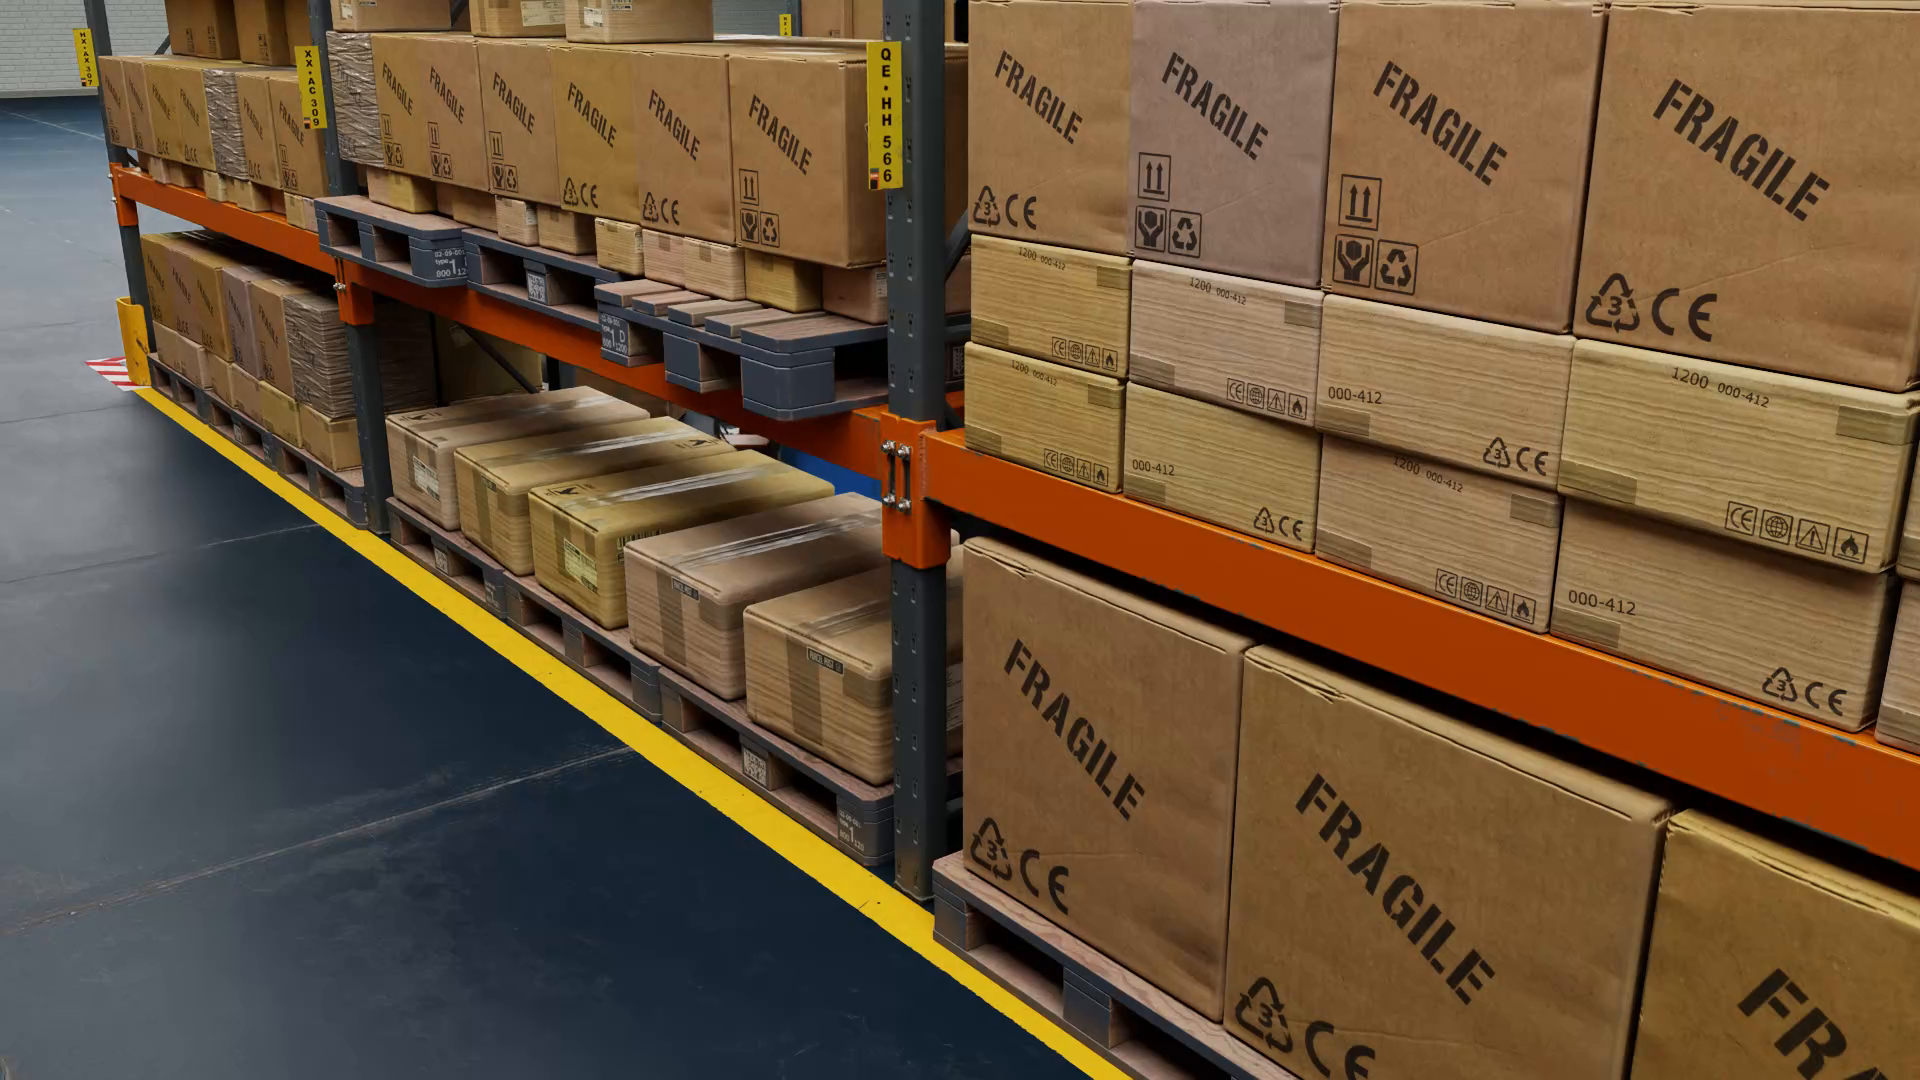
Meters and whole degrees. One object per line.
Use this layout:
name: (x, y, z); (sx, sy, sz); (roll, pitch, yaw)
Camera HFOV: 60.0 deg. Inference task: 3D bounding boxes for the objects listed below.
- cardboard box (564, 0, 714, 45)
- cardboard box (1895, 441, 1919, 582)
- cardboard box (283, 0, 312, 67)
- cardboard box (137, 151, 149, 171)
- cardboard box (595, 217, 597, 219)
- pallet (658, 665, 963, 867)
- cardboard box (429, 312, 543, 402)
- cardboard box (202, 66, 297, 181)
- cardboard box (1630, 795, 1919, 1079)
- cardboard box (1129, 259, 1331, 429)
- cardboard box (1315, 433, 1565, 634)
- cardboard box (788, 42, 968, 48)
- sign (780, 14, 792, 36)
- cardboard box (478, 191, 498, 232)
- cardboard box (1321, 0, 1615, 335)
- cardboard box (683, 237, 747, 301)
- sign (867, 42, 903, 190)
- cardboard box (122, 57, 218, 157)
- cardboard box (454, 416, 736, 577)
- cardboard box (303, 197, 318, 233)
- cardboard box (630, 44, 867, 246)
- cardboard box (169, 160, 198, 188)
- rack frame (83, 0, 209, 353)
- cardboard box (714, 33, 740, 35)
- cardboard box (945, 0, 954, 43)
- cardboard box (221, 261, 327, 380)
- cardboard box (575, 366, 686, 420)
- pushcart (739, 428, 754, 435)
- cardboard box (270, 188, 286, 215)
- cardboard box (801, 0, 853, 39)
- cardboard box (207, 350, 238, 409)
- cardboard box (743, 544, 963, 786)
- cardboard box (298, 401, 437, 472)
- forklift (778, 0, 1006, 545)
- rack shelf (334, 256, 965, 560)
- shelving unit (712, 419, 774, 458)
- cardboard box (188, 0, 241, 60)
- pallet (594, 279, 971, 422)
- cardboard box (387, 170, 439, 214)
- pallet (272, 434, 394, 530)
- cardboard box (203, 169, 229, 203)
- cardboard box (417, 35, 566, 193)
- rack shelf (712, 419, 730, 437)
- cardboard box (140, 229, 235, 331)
cardboard box: (-0.986, -1.607, 5.113); (0.380, 0.149, 0.250); (-15, 24, -39)
cardboard box: (1.628, -0.053, 2.194); (0.500, 0.250, 0.500); (-13, 23, -35)
cardboard box: (-2.926, -2.622, 8.287); (0.700, 0.500, 0.500); (-15, 23, -37)
cardboard box: (-4.667, -2.291, 9.910); (0.380, 0.149, 0.250); (-14, 23, -36)
cardboard box: (-0.940, -0.999, 5.338); (0.380, 0.149, 0.250); (-14, 23, -36)
pallet: (-0.233, 0.568, 5.313); (1.003, 0.211, 1.213); (-14, 23, -36)
cardboard box: (-2.387, -0.997, 8.115); (0.500, 0.500, 0.500); (-13, 22, -34)
cardboard box: (-3.354, -2.051, 8.153); (0.500, 0.500, 0.500); (-13, 22, -35)
cardboard box: (1.720, 0.873, 2.665); (0.875, 0.875, 0.875); (-13, 22, -35)
cardboard box: (0.692, -0.429, 3.329); (0.500, 0.250, 0.500); (-13, 23, -35)
cardboard box: (1.012, -0.069, 3.037); (0.500, 0.250, 0.500); (-13, 22, -34)
cardboard box: (-0.176, -1.234, 5.018); (0.500, 0.500, 0.500); (-13, 22, -33)
sign: (-1.337, -3.867, 12.767); (0.100, 0.325, 0.005); (-14, 23, -36)
cardboard box: (-1.474, -1.180, 5.886); (0.380, 0.149, 0.250); (-14, 23, -36)
cardboard box: (0.991, -0.665, 2.850); (0.500, 0.500, 0.500); (-13, 22, -35)
cardboard box: (-0.551, -0.784, 4.688); (0.380, 0.149, 0.250); (-14, 23, -37)
sign: (-0.168, -0.967, 3.795); (0.100, 0.325, 0.005); (-14, 23, -36)
cardboard box: (-4.315, -2.425, 9.283); (0.500, 0.500, 0.500); (-13, 22, -34)
cardboard box: (-1.456, -0.196, 6.694); (0.950, 0.372, 0.625); (-12, 22, -33)
cardboard box: (-2.671, -1.449, 7.367); (0.380, 0.149, 0.250); (-14, 23, -37)
cardboard box: (-0.578, -1.134, 4.716); (0.500, 0.500, 0.500); (-14, 23, -37)
cardboard box: (-4.090, -2.022, 9.096); (0.380, 0.149, 0.250); (-13, 22, -35)
rack frame: (-4.716, -2.535, 10.245); (1.000, 3.000, 0.127); (-14, 23, -36)
cardboard box: (-1.141, -1.618, 6.176); (0.500, 0.500, 0.500); (-13, 22, -34)
cardboard box: (0.388, -3.623, 11.576); (0.875, 0.550, 0.500); (-14, 23, -36)
cardboard box: (-3.445, -1.143, 8.555); (0.500, 0.500, 0.500); (-13, 22, -33)
cardboard box: (-1.831, -0.893, 9.260); (0.500, 0.500, 0.500); (1, 18, 2)
pushcart: (-0.476, -0.761, 9.062); (0.936, 0.377, 1.648); (11, 21, 30)
cardboard box: (-3.075, -1.653, 7.983); (0.380, 0.149, 0.250); (-14, 23, -37)
cardboard box: (-0.698, -4.010, 12.746); (0.875, 0.550, 0.550); (-14, 23, -36)
cardboard box: (-3.772, -0.917, 9.065); (0.500, 0.250, 0.500); (-12, 22, -32)
cardboard box: (-0.092, 0.344, 5.065); (0.950, 0.372, 0.625); (-16, 24, -40)
cardboard box: (-2.810, -0.536, 7.916); (0.500, 0.250, 0.500); (-13, 22, -34)
forklift: (0.724, -1.422, 6.995); (3.031, 2.935, 1.130); (-2, 18, -7)
rack shelf: (-0.990, -0.715, 5.893); (1.077, 0.370, 4.000); (-14, 23, -36)
shelving unit: (-0.926, -0.544, 7.087); (0.258, 1.200, 0.189); (-1, 18, -8)
cardboard box: (-3.919, -2.988, 9.393); (0.700, 0.500, 0.500); (-14, 23, -36)
pallet: (-0.275, -0.627, 4.790); (1.213, 0.211, 1.003); (-14, 23, -36)
cardboard box: (-1.989, -1.368, 6.453); (0.380, 0.149, 0.250); (-13, 23, -35)
pallet: (-2.677, -0.384, 8.186); (1.003, 0.211, 1.213); (-14, 23, -36)
cardboard box: (-3.628, -1.824, 8.500); (0.380, 0.149, 0.250); (-14, 23, -36)
cardboard box: (-1.558, -1.518, 5.874); (0.500, 0.500, 0.500); (-14, 23, -36)
rack shelf: (-0.927, -0.502, 7.100); (0.258, 0.103, 0.180); (-1, 18, -8)
cardboard box: (-4.416, -1.526, 9.713); (0.500, 0.500, 0.500); (-15, 23, -38)
